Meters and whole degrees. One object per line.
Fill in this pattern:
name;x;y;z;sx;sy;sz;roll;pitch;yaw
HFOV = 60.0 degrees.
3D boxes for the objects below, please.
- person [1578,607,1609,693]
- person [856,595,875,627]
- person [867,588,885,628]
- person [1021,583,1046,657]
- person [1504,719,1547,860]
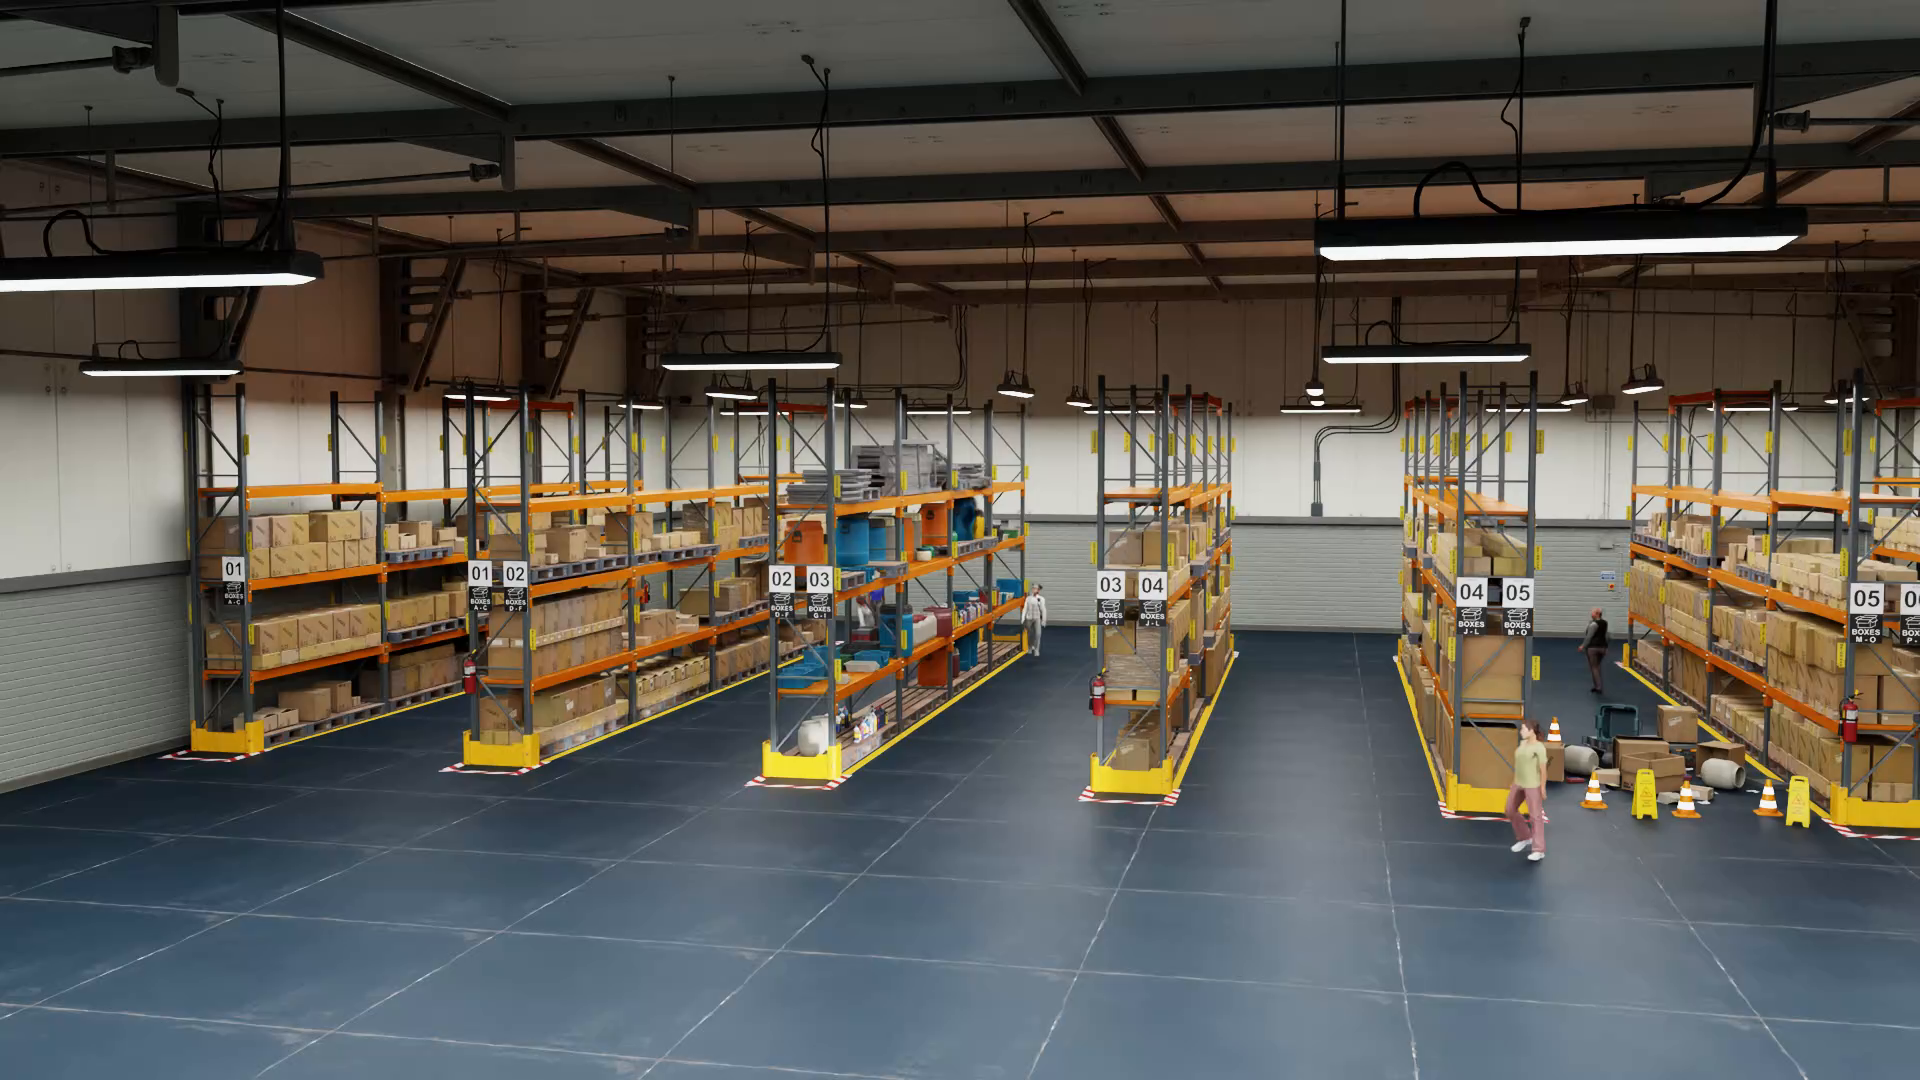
person;12.792;2.231;33.480;0.606;1.756;0.684;0;3;-8
person;-1.923;1.929;35.135;0.569;1.578;0.603;3;4;42
person;-2.193;1.713;43.518;0.456;1.609;0.964;0;3;6
person;1.653;1.774;37.211;0.559;1.637;0.970;0;3;5
person;6.896;2.996;20.167;0.396;1.684;0.537;-1;4;-22
